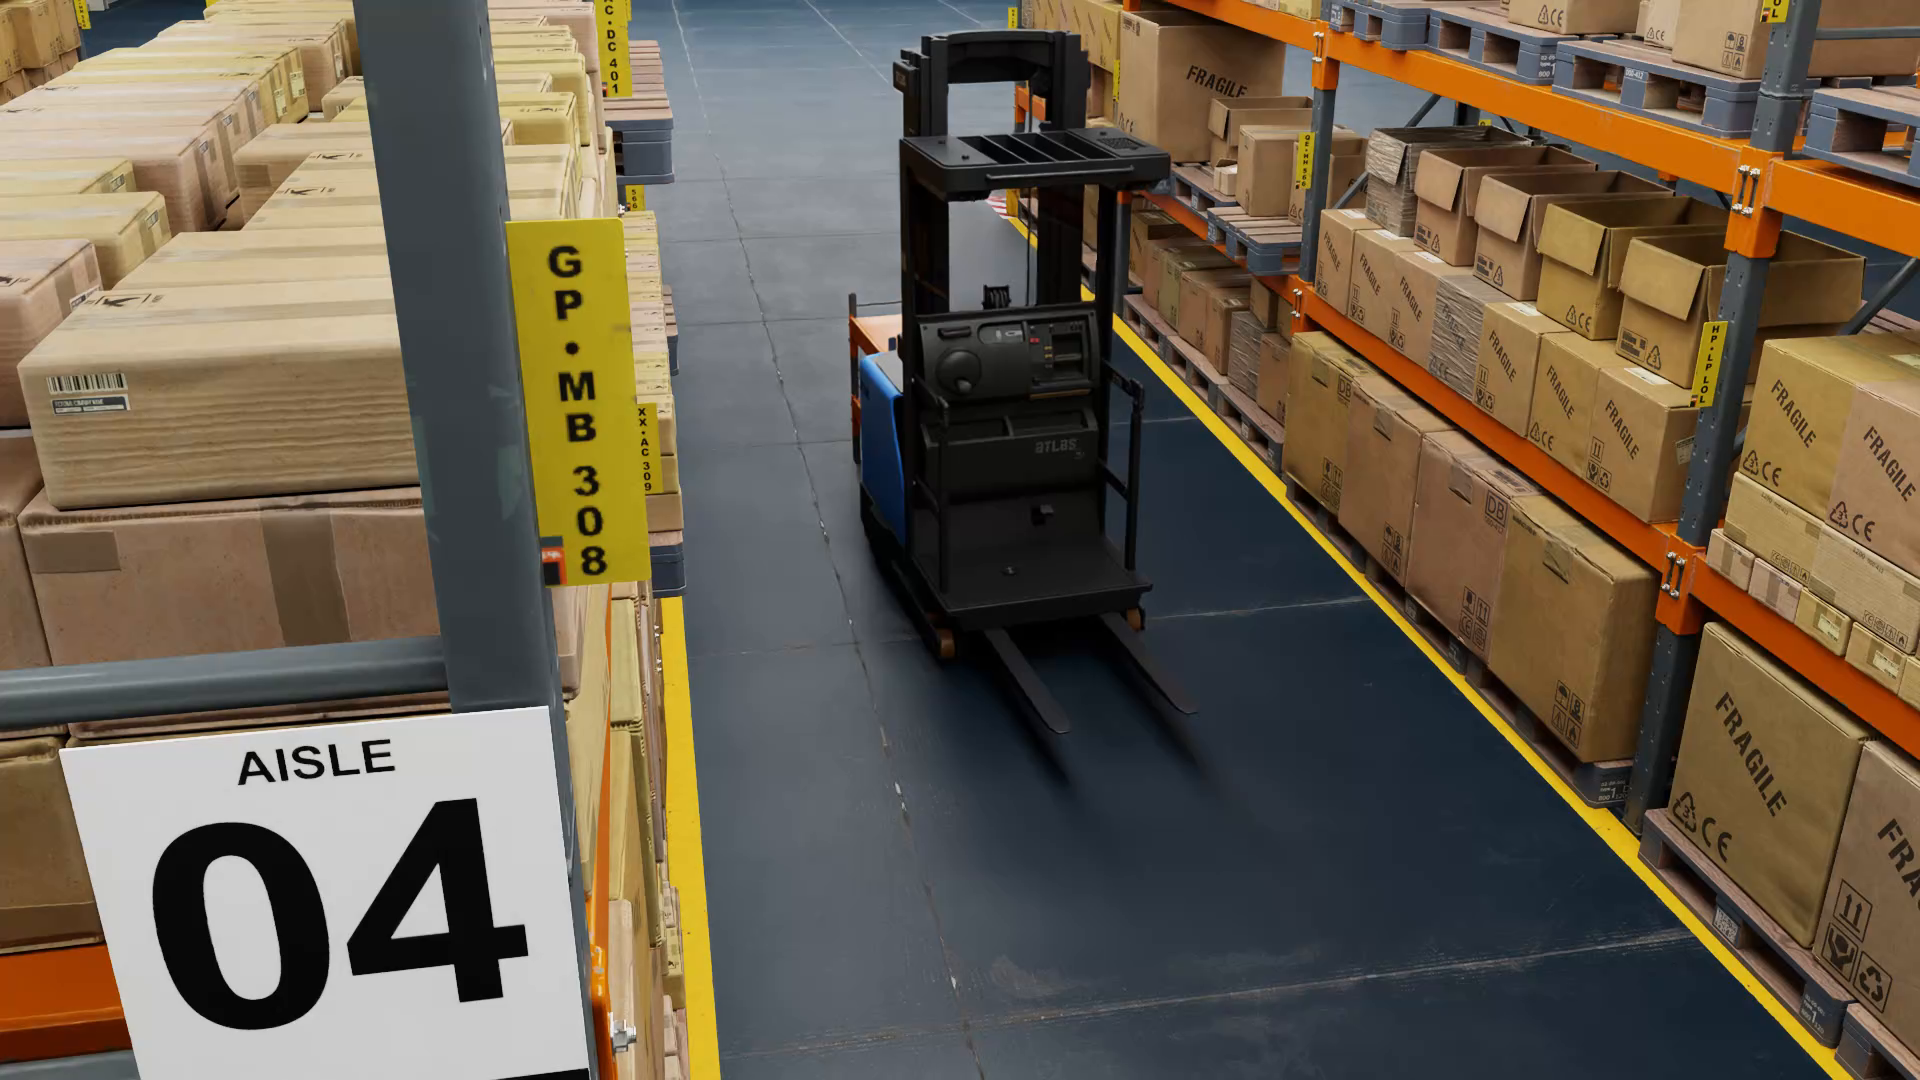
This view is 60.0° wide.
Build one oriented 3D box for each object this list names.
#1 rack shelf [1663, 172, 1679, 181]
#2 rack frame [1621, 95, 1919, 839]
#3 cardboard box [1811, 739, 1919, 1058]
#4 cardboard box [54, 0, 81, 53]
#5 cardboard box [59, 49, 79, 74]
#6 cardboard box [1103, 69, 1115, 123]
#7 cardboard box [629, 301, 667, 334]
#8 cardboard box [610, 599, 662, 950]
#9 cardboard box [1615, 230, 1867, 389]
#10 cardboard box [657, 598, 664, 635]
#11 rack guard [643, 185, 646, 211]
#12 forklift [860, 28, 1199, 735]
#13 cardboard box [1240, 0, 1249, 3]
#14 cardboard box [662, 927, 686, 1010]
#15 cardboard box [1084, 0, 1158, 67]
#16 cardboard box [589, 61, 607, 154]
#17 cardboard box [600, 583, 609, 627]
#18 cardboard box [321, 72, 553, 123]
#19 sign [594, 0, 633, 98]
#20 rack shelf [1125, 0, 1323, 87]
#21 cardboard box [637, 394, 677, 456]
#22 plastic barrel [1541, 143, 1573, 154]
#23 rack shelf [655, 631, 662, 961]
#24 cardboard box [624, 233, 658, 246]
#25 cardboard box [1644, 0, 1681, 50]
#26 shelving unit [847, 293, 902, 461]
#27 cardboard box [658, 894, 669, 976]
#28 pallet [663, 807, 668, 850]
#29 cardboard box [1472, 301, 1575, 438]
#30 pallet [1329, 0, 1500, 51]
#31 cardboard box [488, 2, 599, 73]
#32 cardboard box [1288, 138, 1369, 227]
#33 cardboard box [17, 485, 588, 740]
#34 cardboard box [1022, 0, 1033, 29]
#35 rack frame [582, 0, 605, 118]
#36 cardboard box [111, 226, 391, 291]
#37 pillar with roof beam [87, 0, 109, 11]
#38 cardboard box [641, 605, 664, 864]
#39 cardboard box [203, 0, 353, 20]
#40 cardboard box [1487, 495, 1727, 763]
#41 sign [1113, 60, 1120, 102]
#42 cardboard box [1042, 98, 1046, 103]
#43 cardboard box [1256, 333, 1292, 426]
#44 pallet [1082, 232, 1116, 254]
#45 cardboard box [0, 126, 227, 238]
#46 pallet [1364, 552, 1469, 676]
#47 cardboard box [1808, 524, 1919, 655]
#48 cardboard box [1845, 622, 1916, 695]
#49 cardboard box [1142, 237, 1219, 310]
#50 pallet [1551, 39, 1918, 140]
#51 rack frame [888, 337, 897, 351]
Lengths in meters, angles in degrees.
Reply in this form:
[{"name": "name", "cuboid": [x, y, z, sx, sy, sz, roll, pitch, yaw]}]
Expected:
[{"name": "rack shelf", "cuboid": [7.053, -2.593, 12.838, 1.077, 0.370, 4.000, -4, 24, -10]}, {"name": "rack frame", "cuboid": [3.295, -0.196, 6.451, 1.000, 3.000, 0.127, -4, 24, -10]}, {"name": "cardboard box", "cuboid": [3.505, 1.205, 5.374, 0.875, 0.875, 0.875, -4, 24, -10]}, {"name": "cardboard box", "cuboid": [-8.354, -4.638, 14.876, 0.700, 0.500, 0.500, -5, 24, -11]}, {"name": "cardboard box", "cuboid": [-8.292, -4.172, 15.057, 0.500, 0.500, 0.500, -5, 24, -11]}, {"name": "cardboard box", "cuboid": [1.735, -3.906, 14.448, 0.875, 0.500, 0.500, -4, 24, -10]}, {"name": "cardboard box", "cuboid": [-1.459, -0.916, 7.146, 0.380, 0.149, 0.250, -3, 24, -8]}, {"name": "cardboard box", "cuboid": [-0.854, 0.464, 3.194, 0.500, 0.500, 0.500, -5, 24, -11]}, {"name": "cardboard box", "cuboid": [3.169, -0.952, 6.804, 0.797, 0.503, 0.637, -5, 24, -11]}, {"name": "cardboard box", "cuboid": [-1.753, 0.162, 8.230, 0.500, 0.500, 0.500, -5, 24, -12]}, {"name": "rack guard", "cuboid": [-3.822, -3.453, 17.031, 1.175, 0.500, 0.348, -4, 24, -10]}, {"name": "forklift", "cuboid": [0.318, -0.913, 8.178, 1.130, 2.935, 3.031, -7, 24, -15]}, {"name": "cardboard box", "cuboid": [2.031, -3.636, 10.767, 0.500, 0.250, 0.500, -4, 24, -8]}, {"name": "cardboard box", "cuboid": [-1.098, 1.419, 5.419, 0.380, 0.149, 0.250, -5, 24, -12]}, {"name": "cardboard box", "cuboid": [1.368, -4.336, 14.185, 0.500, 0.500, 0.500, -4, 24, -10]}, {"name": "cardboard box", "cuboid": [-1.263, -1.241, 4.658, 0.500, 0.250, 0.500, -5, 24, -12]}, {"name": "cardboard box", "cuboid": [-0.783, -0.004, 2.451, 0.500, 0.250, 0.500, -4, 24, -8]}, {"name": "cardboard box", "cuboid": [-0.953, -0.770, 3.083, 0.380, 0.149, 0.250, -4, 24, -8]}, {"name": "sign", "cuboid": [-1.066, -1.523, 5.096, 0.100, 0.325, 0.005, -4, 24, -10]}, {"name": "rack shelf", "cuboid": [2.186, -3.601, 11.398, 1.077, 0.370, 4.000, -4, 24, -10]}, {"name": "cardboard box", "cuboid": [-1.219, -0.408, 5.981, 0.380, 0.149, 0.250, -3, 24, -7]}, {"name": "plastic barrel", "cuboid": [6.233, -3.885, 17.480, 0.421, 0.512, 0.421, 0, 24, 0]}, {"name": "rack shelf", "cuboid": [-1.228, 1.248, 4.044, 1.077, 0.370, 4.000, -4, 24, -10]}, {"name": "cardboard box", "cuboid": [-1.704, -1.431, 8.325, 0.380, 0.149, 0.250, -4, 24, -8]}, {"name": "cardboard box", "cuboid": [3.181, -2.160, 6.788, 0.500, 0.311, 0.500, -5, 24, -12]}, {"name": "shelving unit", "cuboid": [-0.317, -0.872, 10.342, 0.538, 1.125, 1.048, -7, 24, -15]}, {"name": "cardboard box", "cuboid": [-1.137, 1.288, 5.346, 0.380, 0.149, 0.250, -5, 24, -10]}, {"name": "pallet", "cuboid": [-1.743, 1.103, 6.960, 1.003, 0.211, 1.213, -4, 24, -10]}, {"name": "cardboard box", "cuboid": [2.752, -0.806, 7.722, 0.500, 0.500, 0.500, -5, 24, -10]}, {"name": "pallet", "cuboid": [2.727, -2.808, 8.920, 1.213, 0.211, 1.003, -3, 24, -7]}, {"name": "cardboard box", "cuboid": [-1.126, -1.287, 4.267, 0.380, 0.149, 0.250, -4, 24, -10]}, {"name": "cardboard box", "cuboid": [2.416, -2.217, 10.429, 0.500, 0.500, 0.500, -7, 25, -16]}, {"name": "cardboard box", "cuboid": [-0.686, -0.026, 1.877, 0.500, 0.250, 0.500, -4, 24, -9]}, {"name": "cardboard box", "cuboid": [0.910, -5.320, 16.437, 0.500, 0.500, 0.500, -4, 24, -10]}, {"name": "rack frame", "cuboid": [-1.598, -2.618, 4.501, 1.000, 3.000, 0.127, -4, 24, -10]}, {"name": "cardboard box", "cuboid": [-0.724, -0.259, 1.912, 0.380, 0.149, 0.250, -3, 24, -8]}, {"name": "pillar with roof beam", "cuboid": [-14.505, -15.981, 35.098, 9.100, 9.000, 0.400, -4, 24, -10]}, {"name": "cardboard box", "cuboid": [-1.045, 0.519, 4.318, 0.500, 0.500, 0.500, -4, 24, -10]}, {"name": "cardboard box", "cuboid": [-1.765, -1.344, 4.397, 0.380, 0.149, 0.250, -5, 24, -12]}, {"name": "cardboard box", "cuboid": [3.157, 0.335, 7.365, 1.225, 0.875, 0.875, -4, 24, -10]}, {"name": "sign", "cuboid": [1.284, -3.696, 13.384, 0.100, 0.325, 0.005, -4, 24, -10]}, {"name": "cardboard box", "cuboid": [1.020, -4.375, 16.334, 0.380, 0.149, 0.250, -4, 24, -10]}, {"name": "cardboard box", "cuboid": [2.412, -1.087, 11.066, 0.700, 0.500, 0.500, -6, 24, -13]}, {"name": "pallet", "cuboid": [1.428, -2.807, 15.914, 1.003, 0.211, 1.213, -4, 24, -10]}, {"name": "cardboard box", "cuboid": [-1.349, -0.527, 2.526, 0.380, 0.149, 0.250, -5, 24, -11]}, {"name": "pallet", "cuboid": [2.849, 0.303, 8.792, 1.003, 0.211, 1.213, -4, 24, -10]}, {"name": "cardboard box", "cuboid": [3.212, 0.137, 5.505, 0.500, 0.250, 0.500, -4, 24, -10]}, {"name": "cardboard box", "cuboid": [3.171, 0.370, 5.468, 0.380, 0.149, 0.250, -5, 24, -11]}, {"name": "cardboard box", "cuboid": [1.908, -2.156, 13.511, 0.700, 0.500, 0.500, -6, 24, -14]}, {"name": "pallet", "cuboid": [3.077, -1.840, 6.706, 0.805, 0.209, 1.217, -5, 24, -12]}, {"name": "rack frame", "cuboid": [-0.173, -0.677, 9.895, 0.500, 1.125, 0.032, -7, 24, -15]}]
